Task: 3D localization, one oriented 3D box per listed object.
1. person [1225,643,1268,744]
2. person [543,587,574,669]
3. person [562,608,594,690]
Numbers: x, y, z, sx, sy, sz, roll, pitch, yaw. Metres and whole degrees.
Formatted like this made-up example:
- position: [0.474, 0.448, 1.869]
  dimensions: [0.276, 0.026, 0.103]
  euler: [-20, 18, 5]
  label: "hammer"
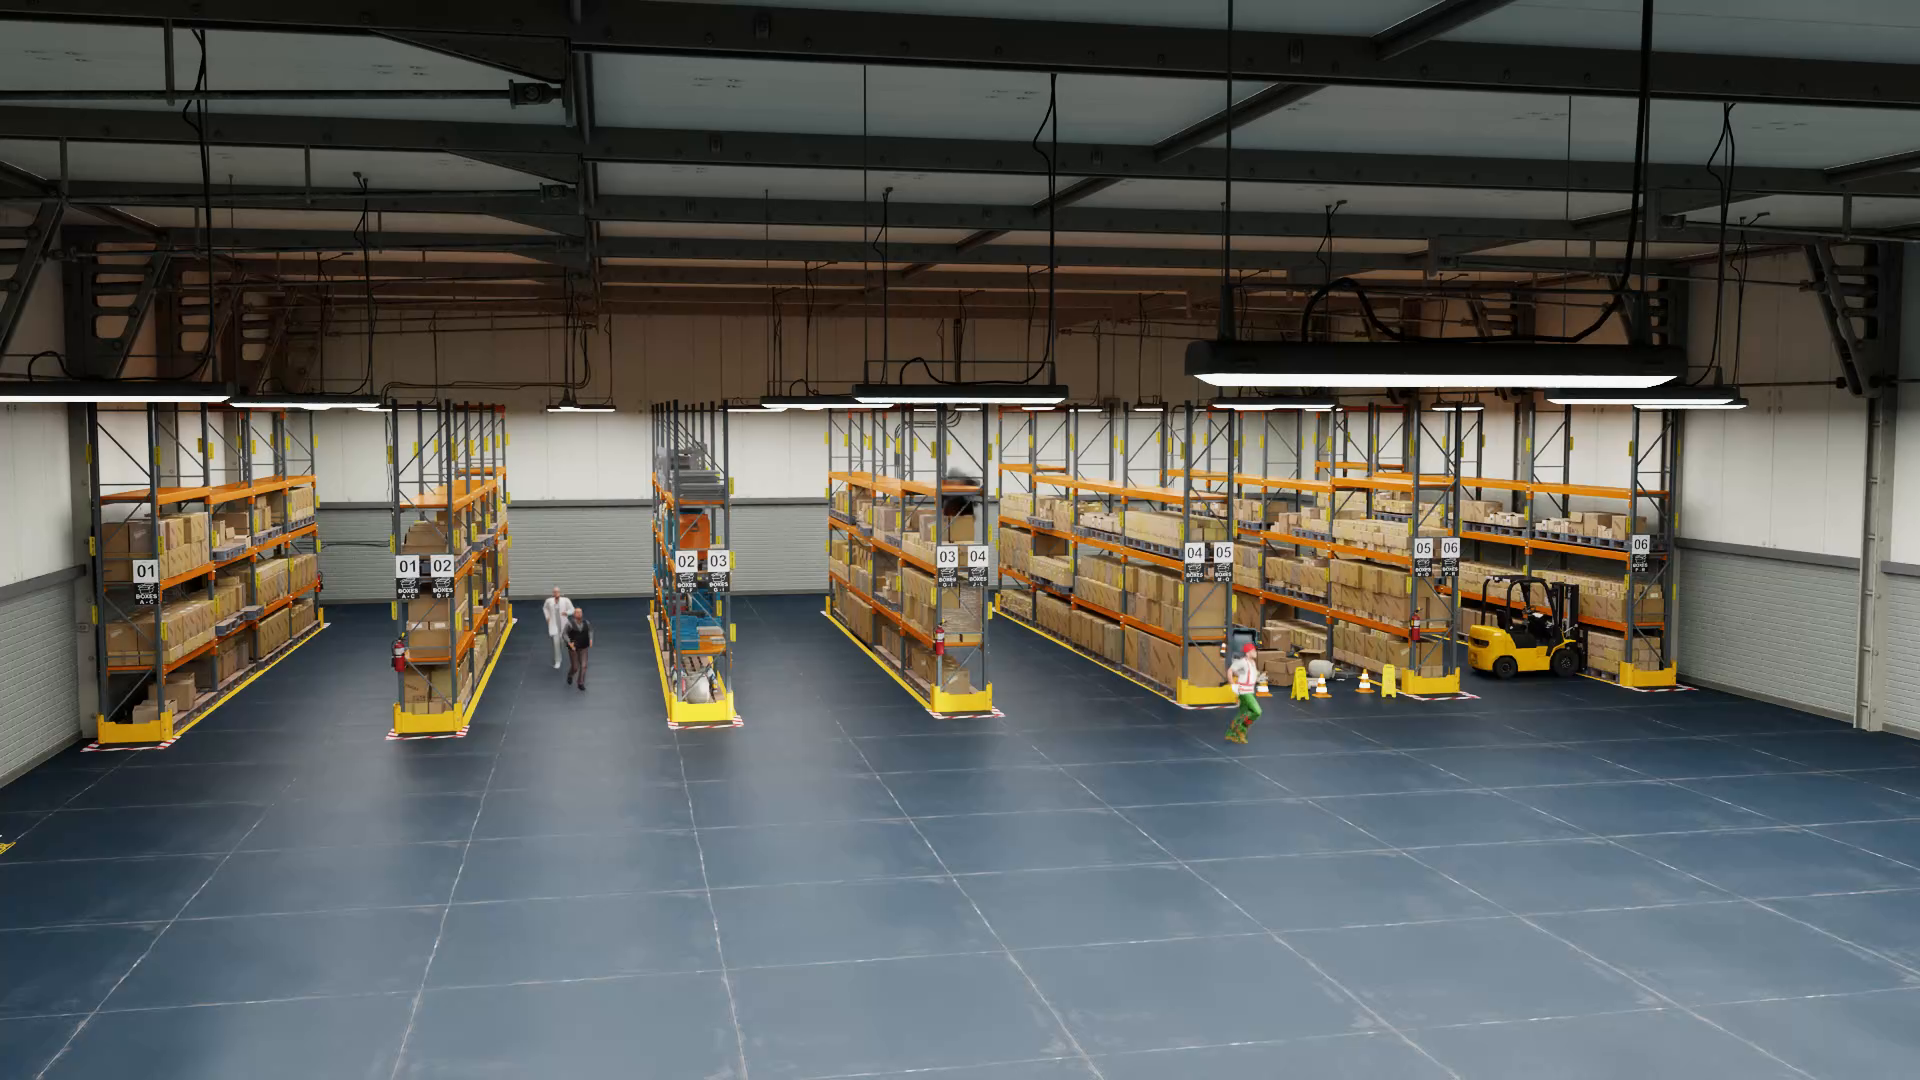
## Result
- position: [4.964, 2.661, 28.837]
  dimensions: [0.735, 1.751, 0.647]
  euler: [2, 5, 29]
  label: "person"
- position: [-9.141, 1.974, 37.931]
  dimensions: [0.686, 1.804, 0.987]
  euler: [-1, 4, -16]
  label: "person"
- position: [-7.962, 2.269, 34.732]
  dimensions: [0.683, 1.701, 0.617]
  euler: [-3, 5, -30]
  label: "person"
